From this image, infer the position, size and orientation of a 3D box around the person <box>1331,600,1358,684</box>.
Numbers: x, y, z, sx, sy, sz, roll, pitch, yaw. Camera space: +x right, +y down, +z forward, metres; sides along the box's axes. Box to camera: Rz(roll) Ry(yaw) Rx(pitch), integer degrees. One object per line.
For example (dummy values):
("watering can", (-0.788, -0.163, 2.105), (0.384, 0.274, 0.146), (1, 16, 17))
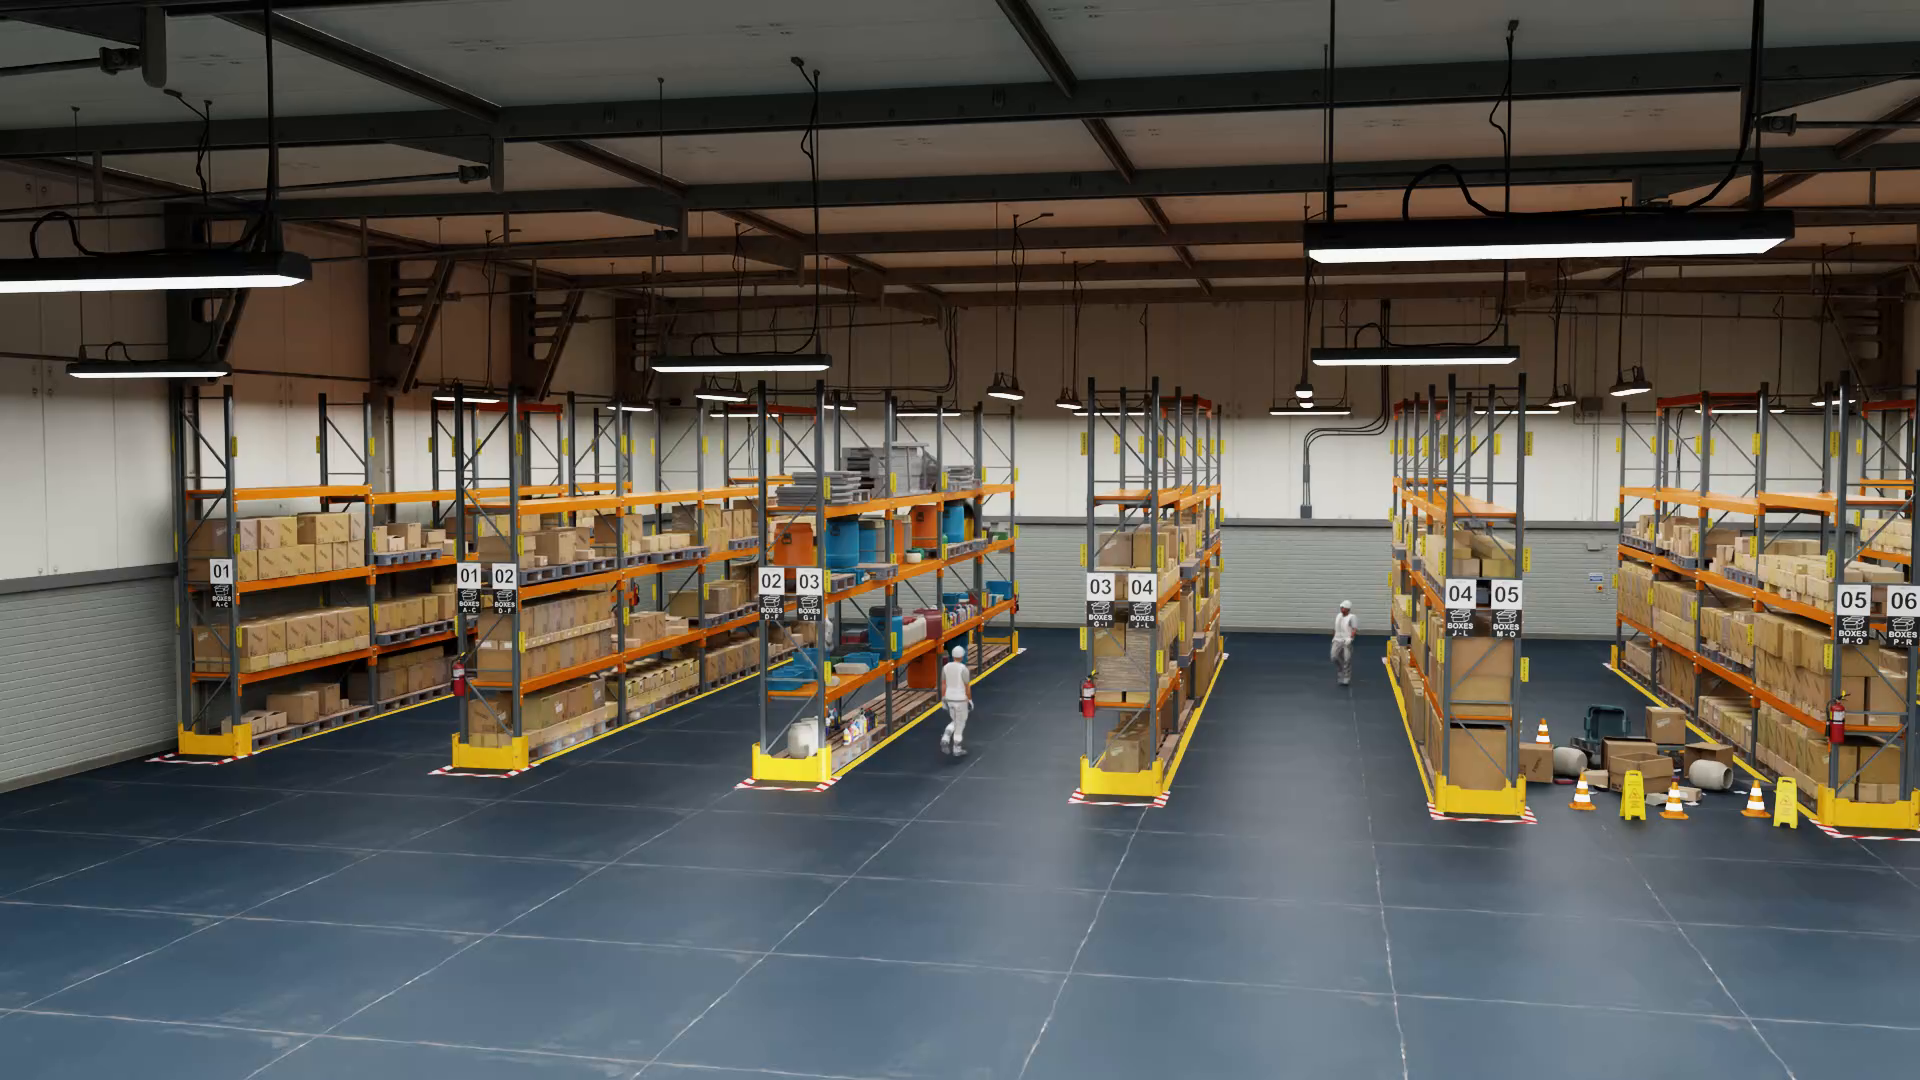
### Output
("person", (8.062, 2.164, 34.997), (0.613, 1.785, 0.707), (2, 4, 29))

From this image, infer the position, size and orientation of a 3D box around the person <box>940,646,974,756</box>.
("person", (-0.058, 2.592, 26.794), (0.497, 1.784, 0.540), (-3, 4, -43))

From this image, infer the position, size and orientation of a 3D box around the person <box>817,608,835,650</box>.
("person", (-2.767, 2.163, 34.929), (0.532, 1.692, 0.536), (2, 4, 29))

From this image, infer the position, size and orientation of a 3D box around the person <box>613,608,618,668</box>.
("person", (-7.147, 2.270, 34.791), (0.428, 1.717, 0.624), (-1, 3, -23))

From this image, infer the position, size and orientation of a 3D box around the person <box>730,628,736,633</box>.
("person", (-5.648, 1.792, 41.462), (0.428, 1.763, 0.645), (0, 3, 8))
